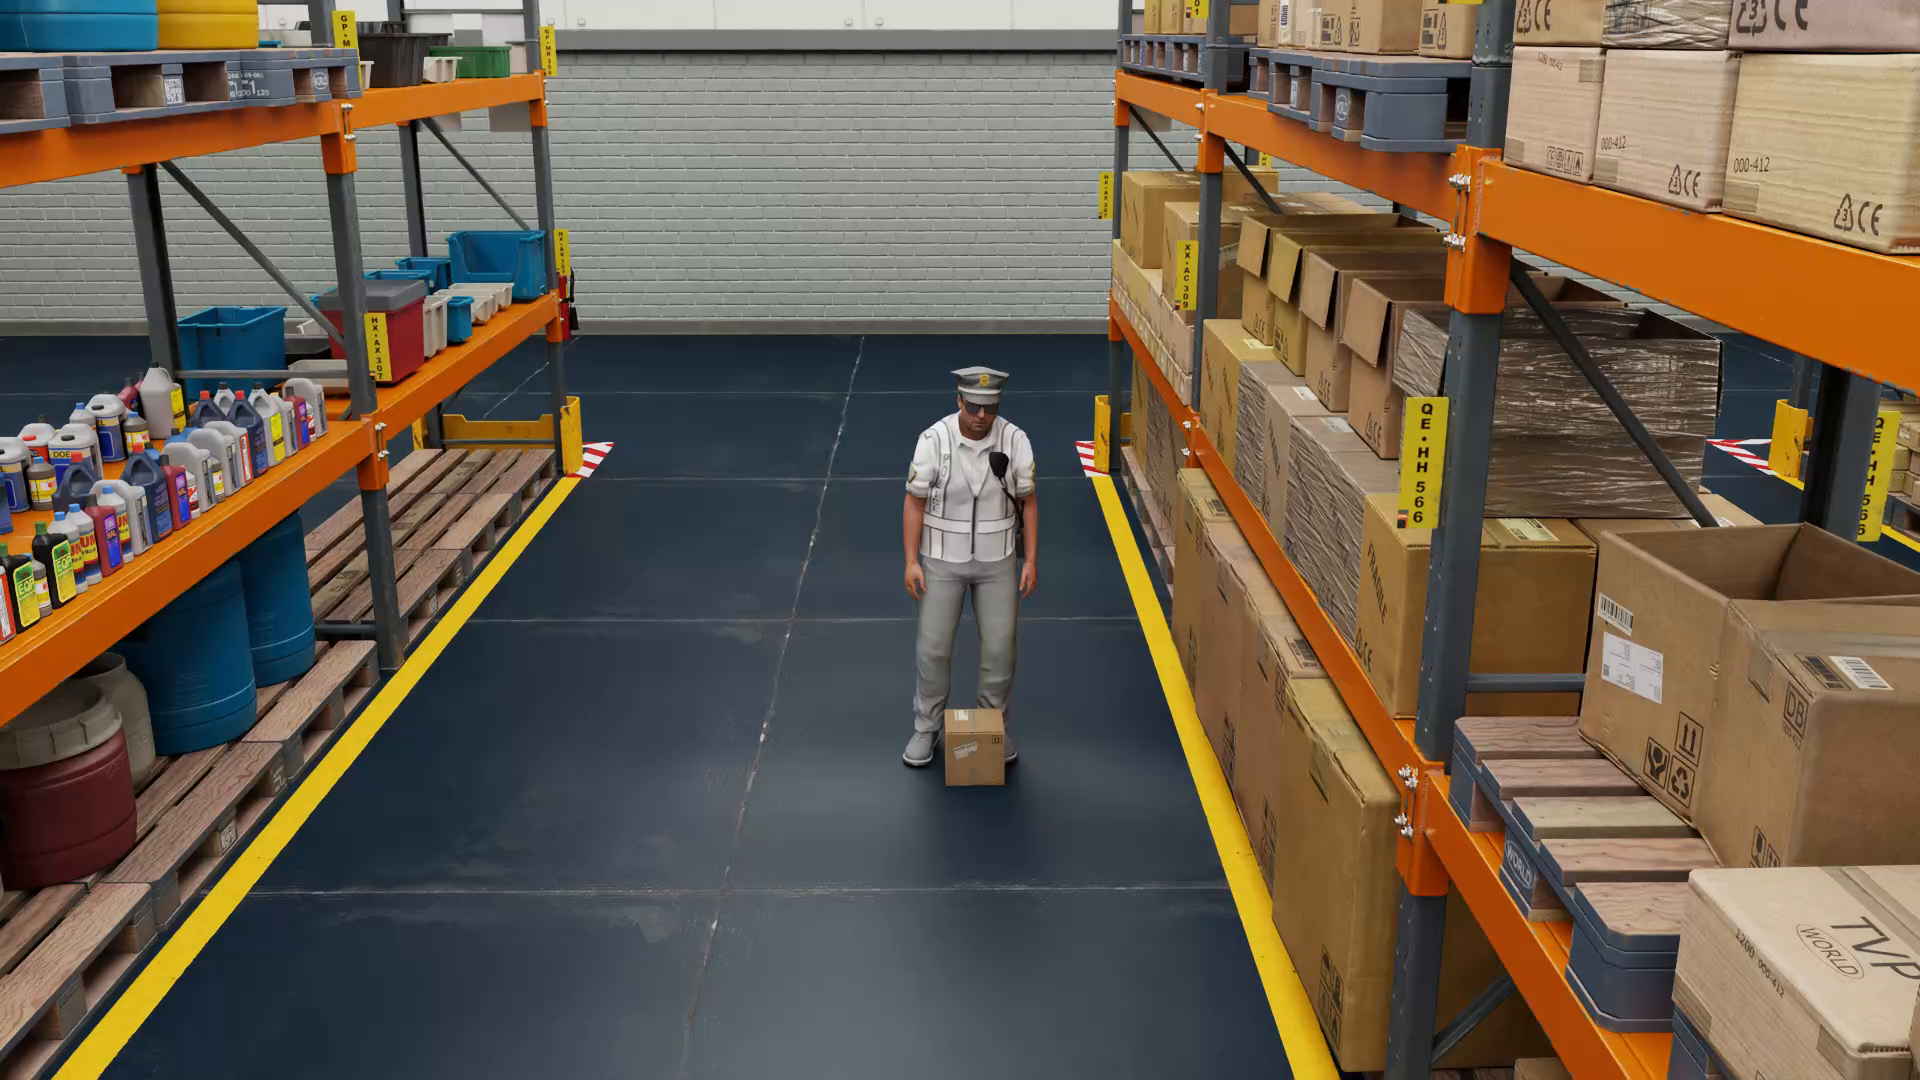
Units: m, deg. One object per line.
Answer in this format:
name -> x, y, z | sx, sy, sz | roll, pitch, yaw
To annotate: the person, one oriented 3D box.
person -> 0.040, 0.095, 7.221 | 0.606, 1.747, 0.439 | -2, 17, -5
